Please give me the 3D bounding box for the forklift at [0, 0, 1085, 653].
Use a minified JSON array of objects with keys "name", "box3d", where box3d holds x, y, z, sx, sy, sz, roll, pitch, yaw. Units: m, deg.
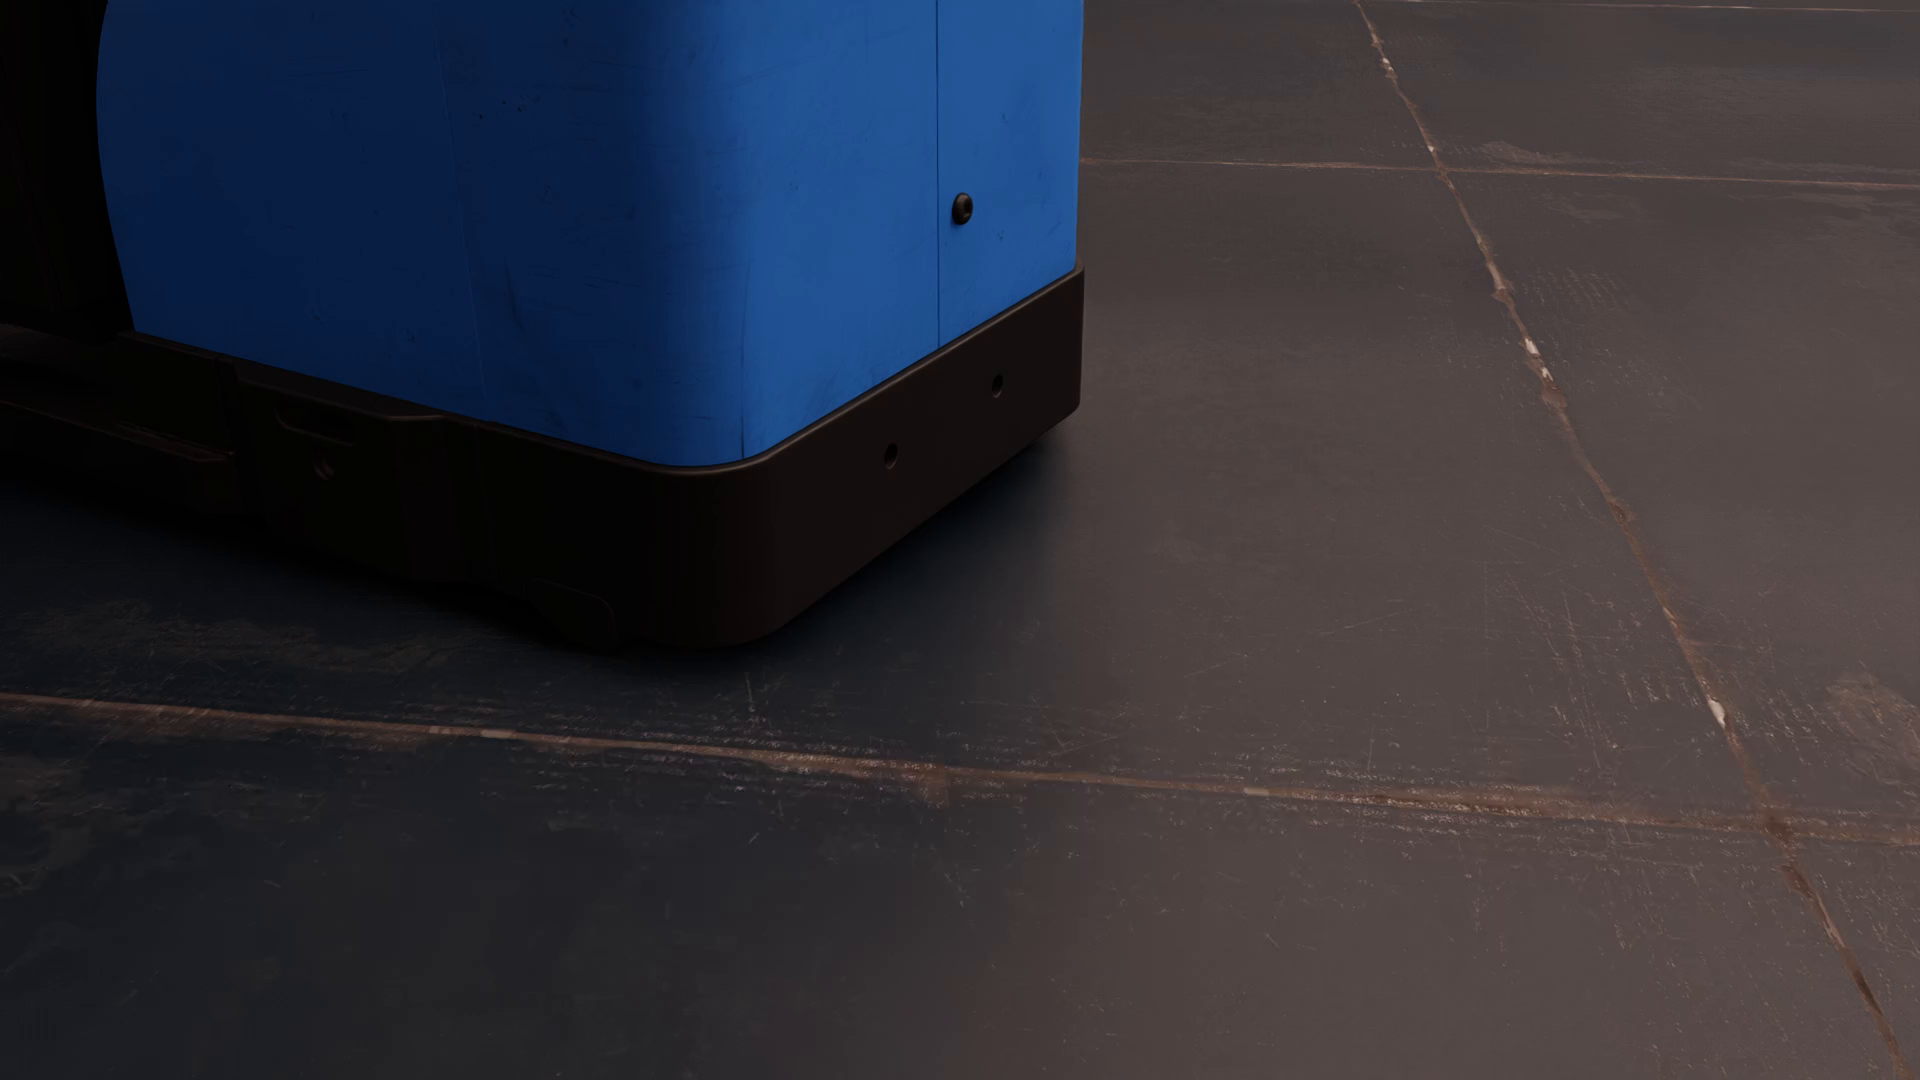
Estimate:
[{"name":"forklift","box3d":[-1.333,-1.633,2.491,3.031,2.935,1.130,14,30,26]}]
